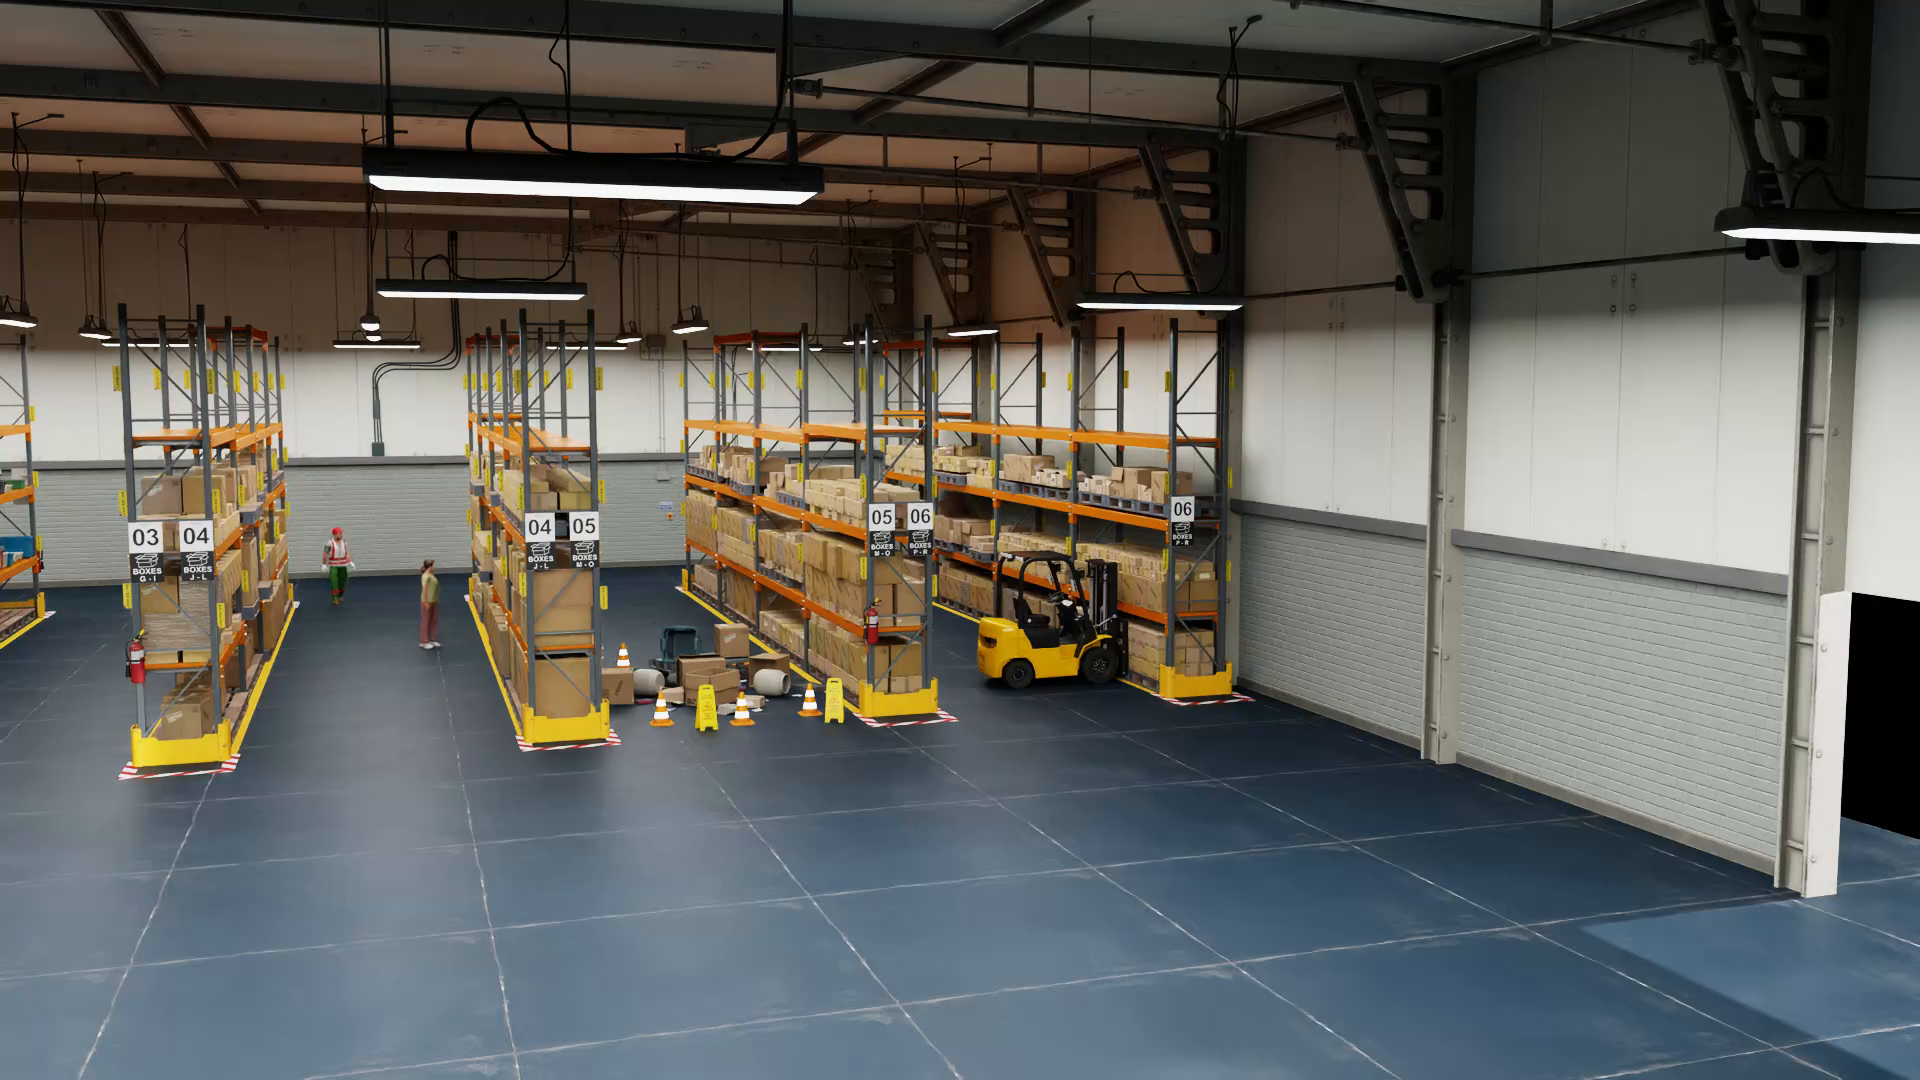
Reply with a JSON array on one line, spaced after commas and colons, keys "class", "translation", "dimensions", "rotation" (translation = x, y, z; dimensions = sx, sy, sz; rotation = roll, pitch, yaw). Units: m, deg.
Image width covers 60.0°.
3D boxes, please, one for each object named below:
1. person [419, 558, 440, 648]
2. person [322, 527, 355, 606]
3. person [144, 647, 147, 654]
[{"class": "person", "translation": [-10.032, 1.186, 31.427], "dimensions": [0.344, 1.688, 0.479], "rotation": [1, 5, 8]}, {"class": "person", "translation": [-13.909, 0.579, 37.213], "dimensions": [0.709, 1.728, 1.066], "rotation": [-2, 6, -24]}, {"class": "person", "translation": [-15.097, 1.264, 30.837], "dimensions": [0.410, 1.671, 0.544], "rotation": [2, 6, 18]}]
